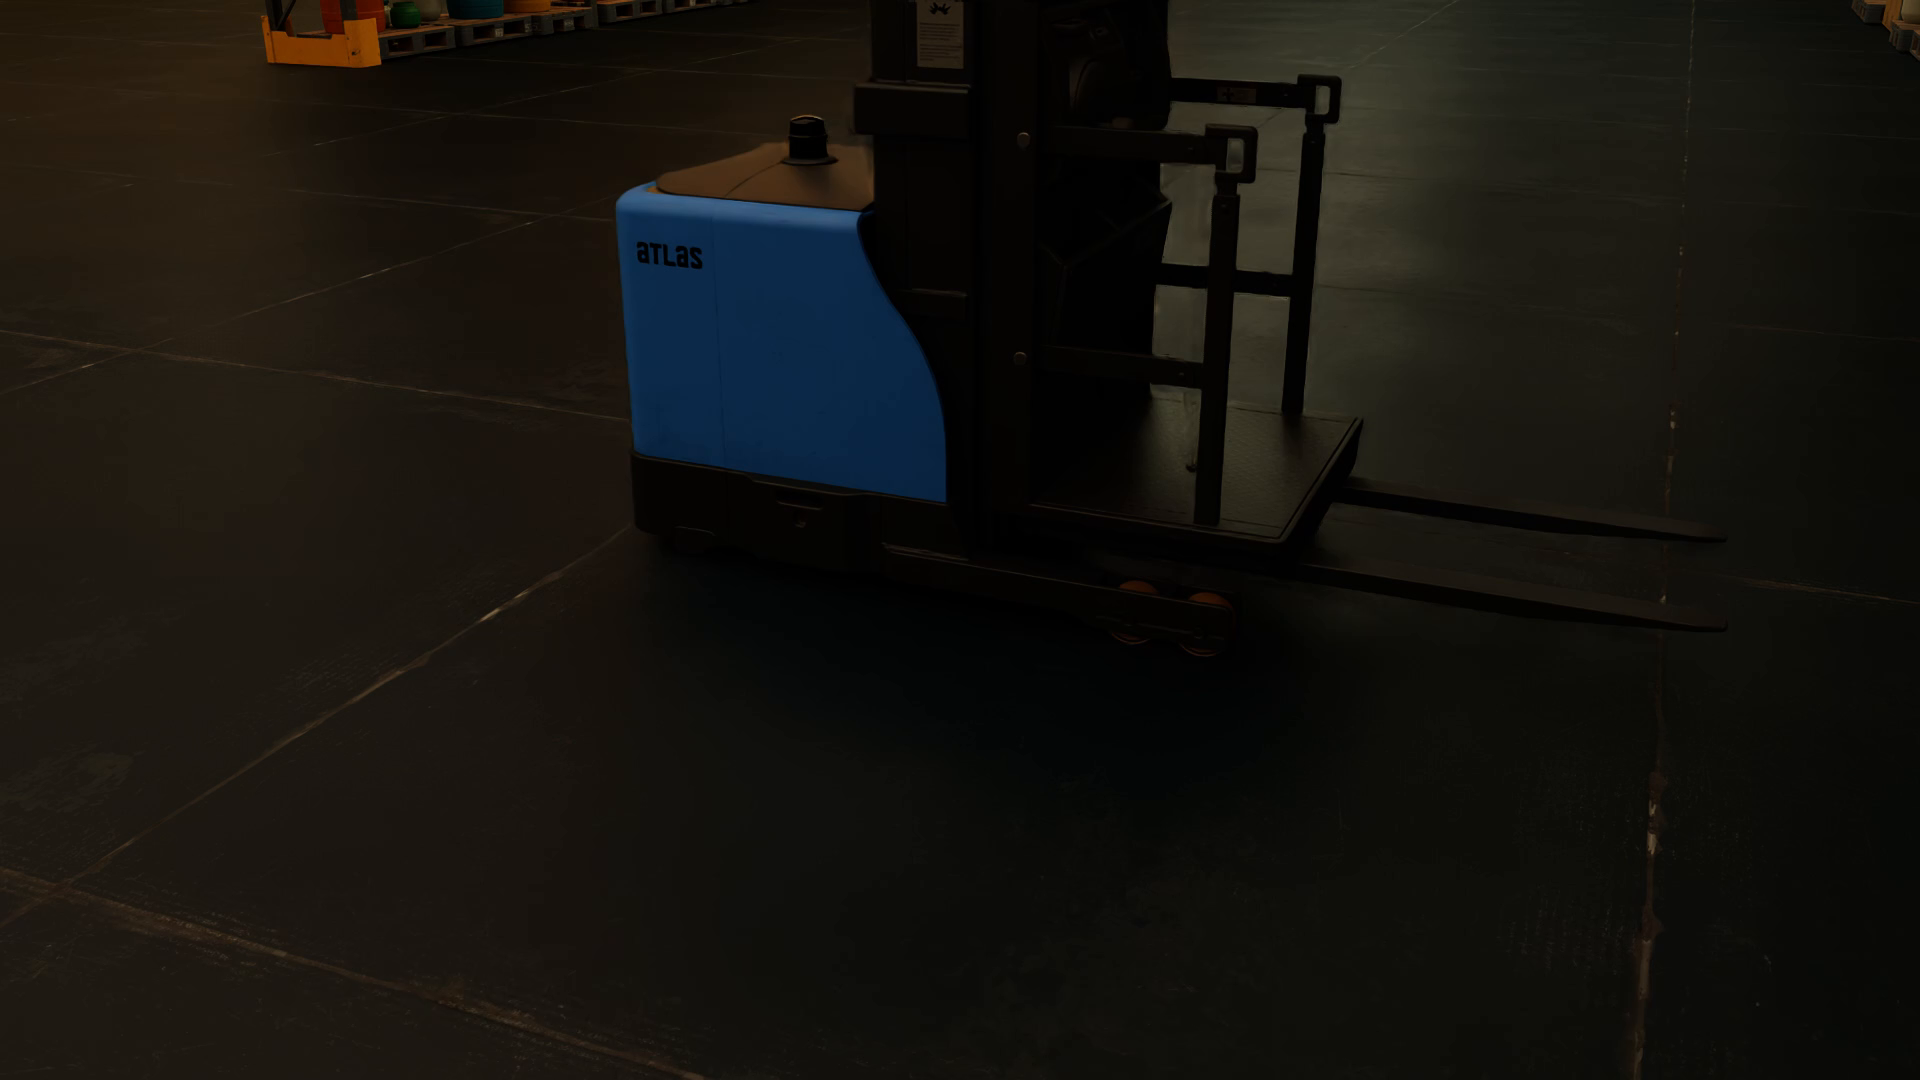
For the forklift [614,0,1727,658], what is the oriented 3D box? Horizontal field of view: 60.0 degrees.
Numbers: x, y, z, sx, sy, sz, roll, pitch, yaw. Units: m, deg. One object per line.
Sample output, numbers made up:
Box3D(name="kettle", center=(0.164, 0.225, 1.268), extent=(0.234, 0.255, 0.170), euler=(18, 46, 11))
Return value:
Box3D(name="forklift", center=(0.580, -1.278, 4.349), extent=(3.031, 2.935, 1.130), euler=(9, 24, 21))
